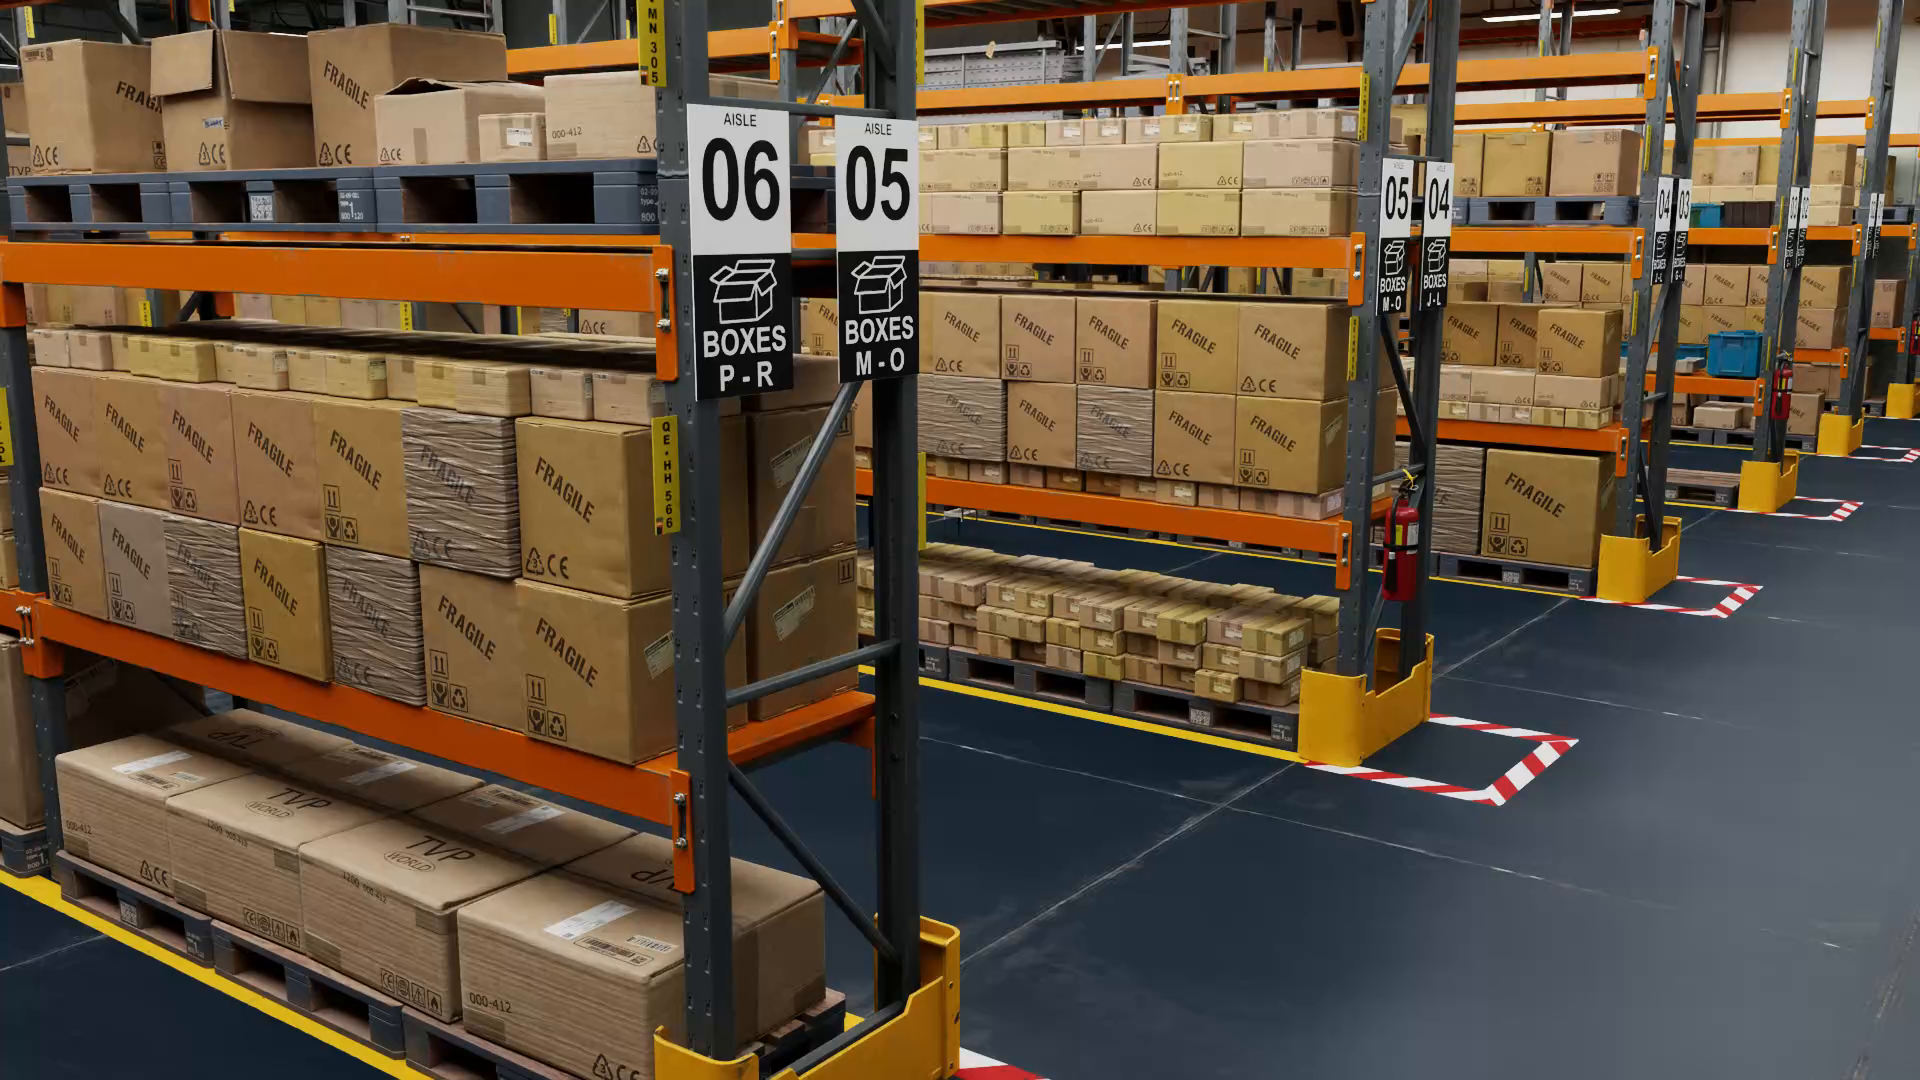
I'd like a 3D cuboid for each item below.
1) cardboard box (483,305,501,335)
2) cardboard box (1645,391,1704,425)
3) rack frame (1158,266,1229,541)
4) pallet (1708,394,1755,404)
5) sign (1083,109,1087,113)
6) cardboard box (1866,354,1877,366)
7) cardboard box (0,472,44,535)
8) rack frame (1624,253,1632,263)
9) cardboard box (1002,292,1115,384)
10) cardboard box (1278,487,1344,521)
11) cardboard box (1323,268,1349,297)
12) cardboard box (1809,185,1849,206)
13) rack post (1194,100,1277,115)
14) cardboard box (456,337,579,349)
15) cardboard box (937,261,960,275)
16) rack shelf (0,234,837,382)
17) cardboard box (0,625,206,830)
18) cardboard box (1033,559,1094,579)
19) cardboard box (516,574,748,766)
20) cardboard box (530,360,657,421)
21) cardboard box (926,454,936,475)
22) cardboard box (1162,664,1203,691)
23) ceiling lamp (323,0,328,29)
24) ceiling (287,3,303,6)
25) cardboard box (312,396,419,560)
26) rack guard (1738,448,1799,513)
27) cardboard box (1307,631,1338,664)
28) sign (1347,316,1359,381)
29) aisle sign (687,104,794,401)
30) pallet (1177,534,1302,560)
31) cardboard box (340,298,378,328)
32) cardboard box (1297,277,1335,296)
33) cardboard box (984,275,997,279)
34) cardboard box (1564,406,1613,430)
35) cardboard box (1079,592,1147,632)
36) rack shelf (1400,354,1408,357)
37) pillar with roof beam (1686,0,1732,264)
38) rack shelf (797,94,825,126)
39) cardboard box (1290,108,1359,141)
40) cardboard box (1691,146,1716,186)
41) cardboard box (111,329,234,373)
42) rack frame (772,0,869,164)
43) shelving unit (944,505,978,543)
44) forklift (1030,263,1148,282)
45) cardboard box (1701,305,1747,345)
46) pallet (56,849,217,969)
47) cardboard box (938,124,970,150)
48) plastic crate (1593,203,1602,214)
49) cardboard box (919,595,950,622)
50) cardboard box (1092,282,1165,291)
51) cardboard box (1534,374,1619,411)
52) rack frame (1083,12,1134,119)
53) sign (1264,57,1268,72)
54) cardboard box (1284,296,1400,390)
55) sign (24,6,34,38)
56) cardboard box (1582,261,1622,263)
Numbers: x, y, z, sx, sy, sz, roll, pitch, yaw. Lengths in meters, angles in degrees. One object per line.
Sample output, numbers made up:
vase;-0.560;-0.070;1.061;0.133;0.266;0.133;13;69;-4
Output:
cardboard box;-5.455;-2.799;20.777;0.500;0.500;0.875;8;13;36
cardboard box;9.548;-1.839;22.270;0.637;0.503;0.797;8;13;36
rack frame;2.164;-1.542;15.326;0.127;3.000;1.000;8;13;36
pallet;12.513;-2.214;26.138;1.213;0.211;1.003;8;13;36
sign;1.551;-5.452;20.591;0.005;0.325;0.100;8;13;36
cardboard box;13.779;-2.745;25.310;0.250;0.149;0.380;8;14;36
cardboard box;-4.201;-0.209;7.514;0.500;0.250;0.500;8;13;35
rack frame;10.959;-3.817;27.085;0.127;3.000;1.000;8;13;36
cardboard box;0.593;-1.217;9.966;0.500;0.500;0.500;7;13;34
cardboard box;1.940;-0.215;9.125;0.250;0.149;0.380;8;14;36
cardboard box;6.884;-4.642;29.927;0.500;0.500;0.700;6;13;30
cardboard box;10.689;-4.272;20.617;0.500;0.250;0.500;8;13;36
rack post;3.389;-5.209;19.798;0.954;0.300;0.937;10;15;42
cardboard box;-1.637;-0.664;6.184;0.250;0.149;0.380;8;14;36
cardboard box;0.007;-4.862;28.807;0.500;0.500;0.700;8;14;36
rack shelf;-2.090;-0.920;6.105;4.000;0.370;1.077;8;13;36
cardboard box;-4.249;0.754;7.943;0.875;0.875;0.875;8;14;37
cardboard box;0.682;0.242;10.933;0.250;0.149;0.380;7;13;34
cardboard box;-1.024;0.362;5.221;0.500;0.500;0.500;8;14;36
cardboard box;-1.105;-0.469;5.172;0.250;0.149;0.380;8;14;37
cardboard box;-0.105;-0.518;10.693;0.250;0.149;0.380;7;13;33
cardboard box;1.393;0.765;9.798;0.250;0.149;0.380;8;13;35
ceiling lamp;-14.296;-12.186;39.181;0.800;3.185;2.000;8;13;36
ceiling;-17.674;-15.099;45.915;6.000;0.001;6.000;8;13;36
cardboard box;-1.843;-0.244;5.717;0.500;0.500;0.500;8;13;35
rack guard;8.346;-0.623;17.154;0.348;0.500;1.175;8;13;36
cardboard box;2.100;0.604;9.845;0.250;0.149;0.380;9;14;38
sign;2.026;-0.986;8.567;0.005;0.325;0.100;8;13;36
aisle sign;-0.604;-0.796;4.625;0.004;0.787;0.394;8;13;36
pallet;2.730;-0.076;15.087;1.213;0.211;1.003;8;13;36
cardboard box;-4.842;-1.893;14.241;0.500;0.500;0.700;8;13;35
cardboard box;5.381;-3.710;25.161;0.500;0.500;0.700;3;11;17
cardboard box;0.613;-4.410;28.177;0.250;0.149;0.380;8;13;35
cardboard box;4.906;-0.959;12.972;0.250;0.149;0.380;8;14;37
cardboard box;0.921;0.429;9.971;0.250;0.149;0.380;9;14;38
rack shelf;3.483;-2.172;20.476;4.000;0.370;1.077;8;13;36
pillar with roof beam;9.487;-6.157;23.386;0.548;9.000;9.100;8;13;36
rack shelf;-2.672;-4.613;18.349;4.000;0.370;1.077;8;13;36
cardboard box;1.928;-2.177;8.740;0.250;0.149;0.380;8;13;35
cardboard box;9.664;-4.856;21.662;0.500;0.500;0.700;8;13;36
cardboard box;-3.154;-0.760;6.677;0.250;0.149;0.380;8;13;35
rack frame;-0.854;-3.740;10.890;0.127;3.000;1.000;8;13;36
shelving unit;0.007;-0.441;15.160;0.210;0.900;0.258;8;13;36
forklift;1.434;-2.168;18.738;1.130;2.935;3.031;-3;11;-17
cardboard box;9.913;-2.781;21.467;0.500;0.500;0.500;8;14;36
pallet;-3.136;1.441;7.245;1.213;0.211;1.003;8;13;36
cardboard box;0.076;-2.448;10.136;0.250;0.149;0.380;7;13;34
plastic crate;6.716;-3.562;18.179;0.530;0.282;0.437;8;13;36
cardboard box;-0.060;0.410;10.850;0.250;0.149;0.380;7;13;33
cardboard box;1.644;-2.155;15.586;0.637;0.503;0.797;8;13;34
cardboard box;4.840;-1.179;13.059;0.500;0.250;0.500;8;13;35
rack frame;1.871;-5.696;21.000;0.127;3.000;1.000;8;13;36
sign;4.481;-6.905;24.372;0.005;0.325;0.100;8;13;36
cardboard box;2.166;-1.122;9.473;0.500;0.500;0.500;8;13;35
sign;-10.193;-5.668;18.188;0.005;0.325;0.100;8;13;36
cardboard box;10.432;-4.404;27.043;0.500;0.250;0.500;8;14;37
